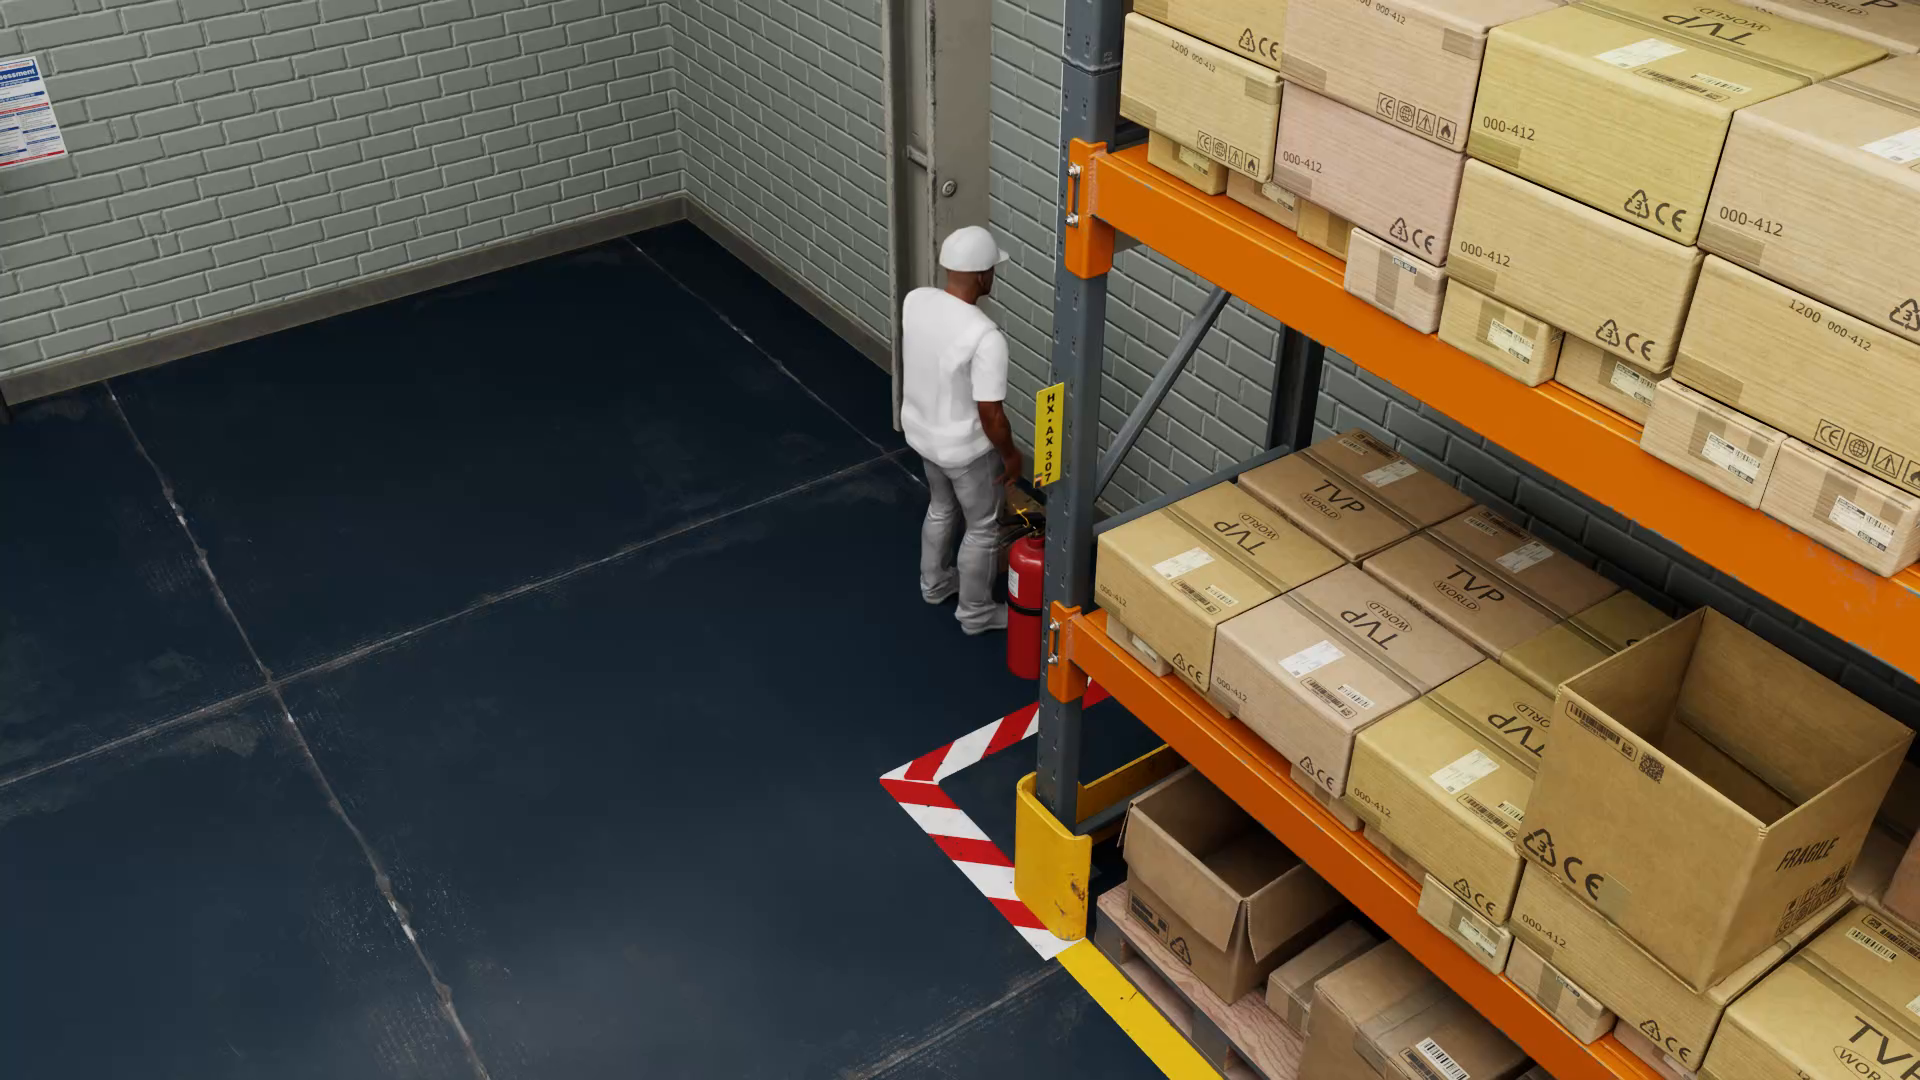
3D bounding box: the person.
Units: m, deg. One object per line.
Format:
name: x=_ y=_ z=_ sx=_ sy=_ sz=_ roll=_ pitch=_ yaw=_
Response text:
person: x=0.004 y=-0.430 z=6.719 sx=0.443 sy=1.763 sz=0.601 roll=-24 pitch=42 yaw=-29
